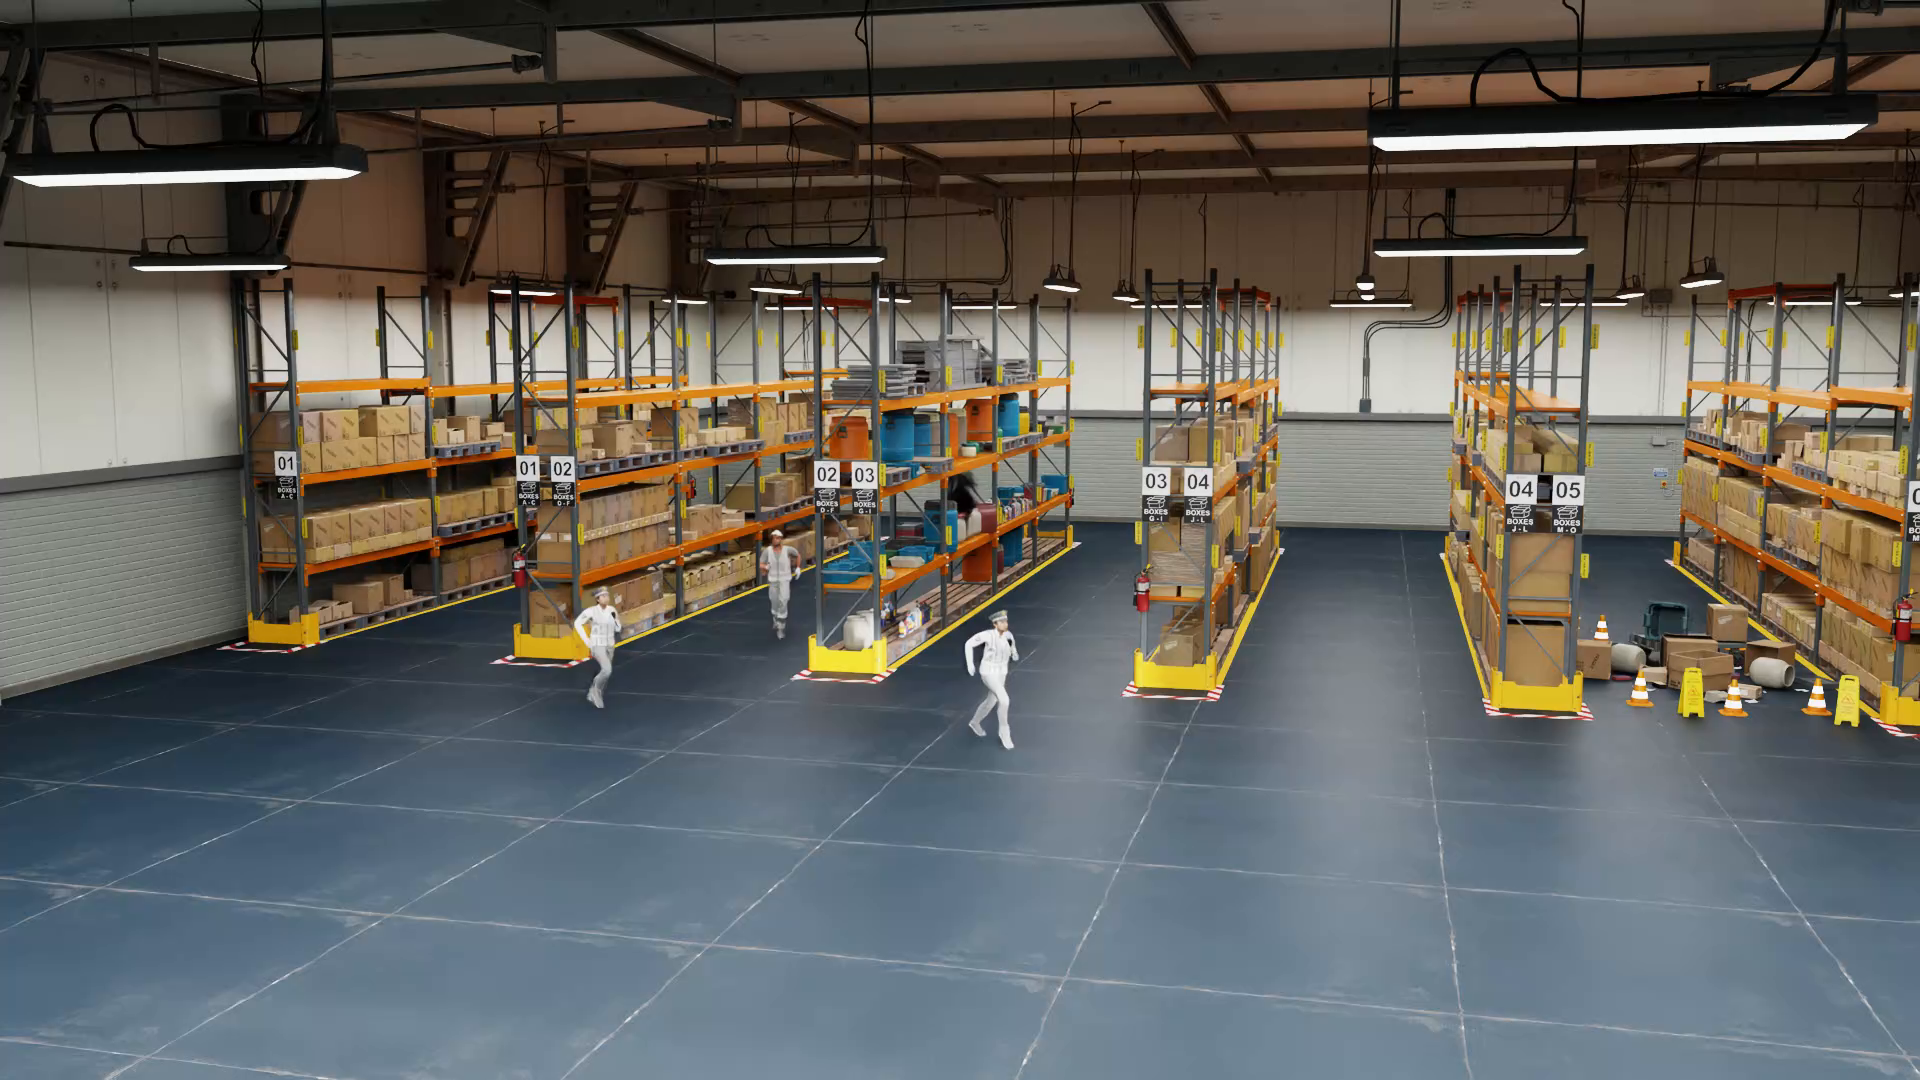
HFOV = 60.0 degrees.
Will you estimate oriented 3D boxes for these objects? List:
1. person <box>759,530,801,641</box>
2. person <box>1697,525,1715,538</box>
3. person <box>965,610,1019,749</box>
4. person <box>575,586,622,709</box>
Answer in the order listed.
[{"bbox_3d":[-3.042,0.734,28.119,0.671,1.827,0.918,1,7,4],"label":"person"},{"bbox_3d":[17.218,-0.376,38.199,0.743,1.719,0.594,6,9,42],"label":"person"},{"bbox_3d":[0.399,1.704,20.674,0.634,1.729,0.830,-6,9,-40],"label":"person"},{"bbox_3d":[-4.881,1.456,22.694,0.682,1.670,0.601,6,9,41],"label":"person"}]
